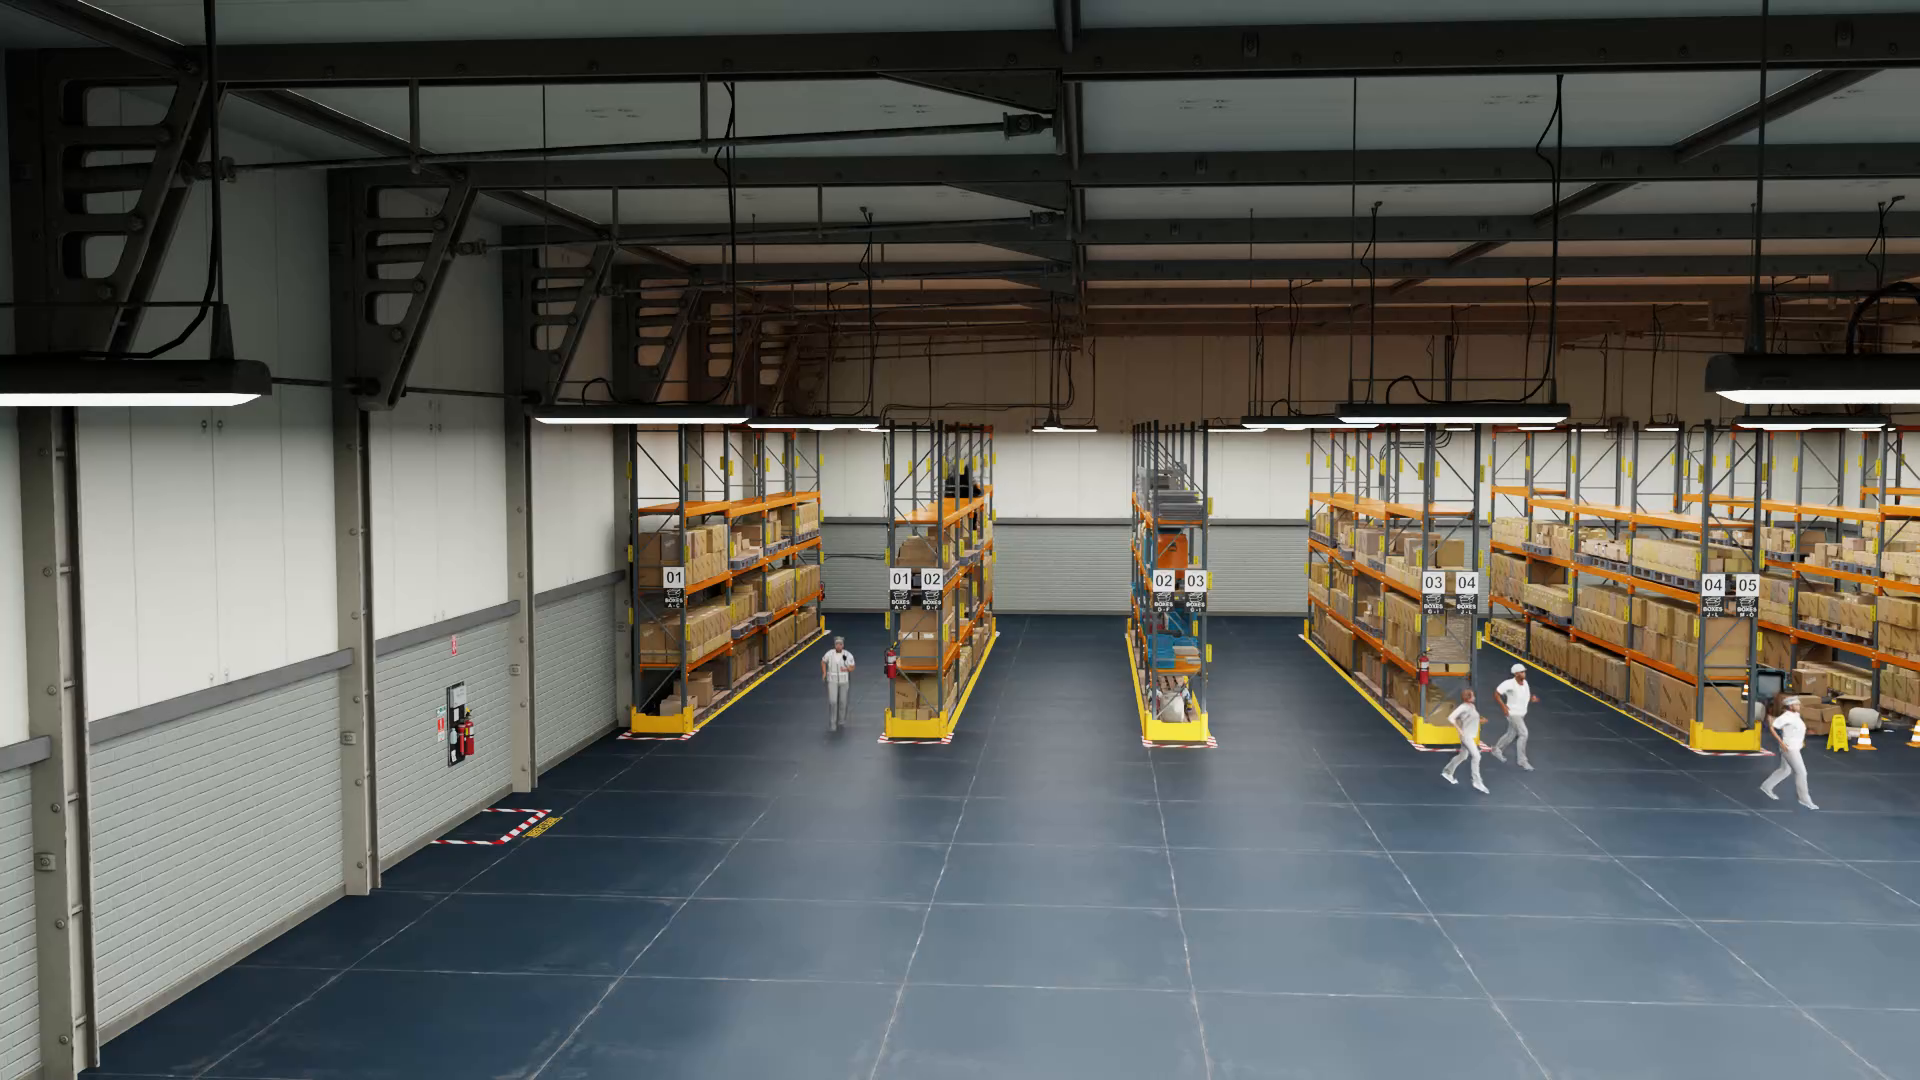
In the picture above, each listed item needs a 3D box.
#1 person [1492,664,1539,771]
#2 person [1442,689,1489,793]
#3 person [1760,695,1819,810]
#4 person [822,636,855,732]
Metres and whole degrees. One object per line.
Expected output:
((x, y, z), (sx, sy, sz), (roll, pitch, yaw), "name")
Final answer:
((9.557, 3.018, 28.651), (0.691, 1.802, 0.827), (-3, 5, -44), "person")
((8.159, 3.210, 26.815), (0.784, 1.630, 0.517), (2, 4, 32), "person")
((12.806, 3.237, 25.610), (0.852, 1.721, 0.562), (3, 5, 40), "person")
((-2.370, 2.787, 32.417), (0.638, 1.843, 0.809), (0, 4, -7), "person")
